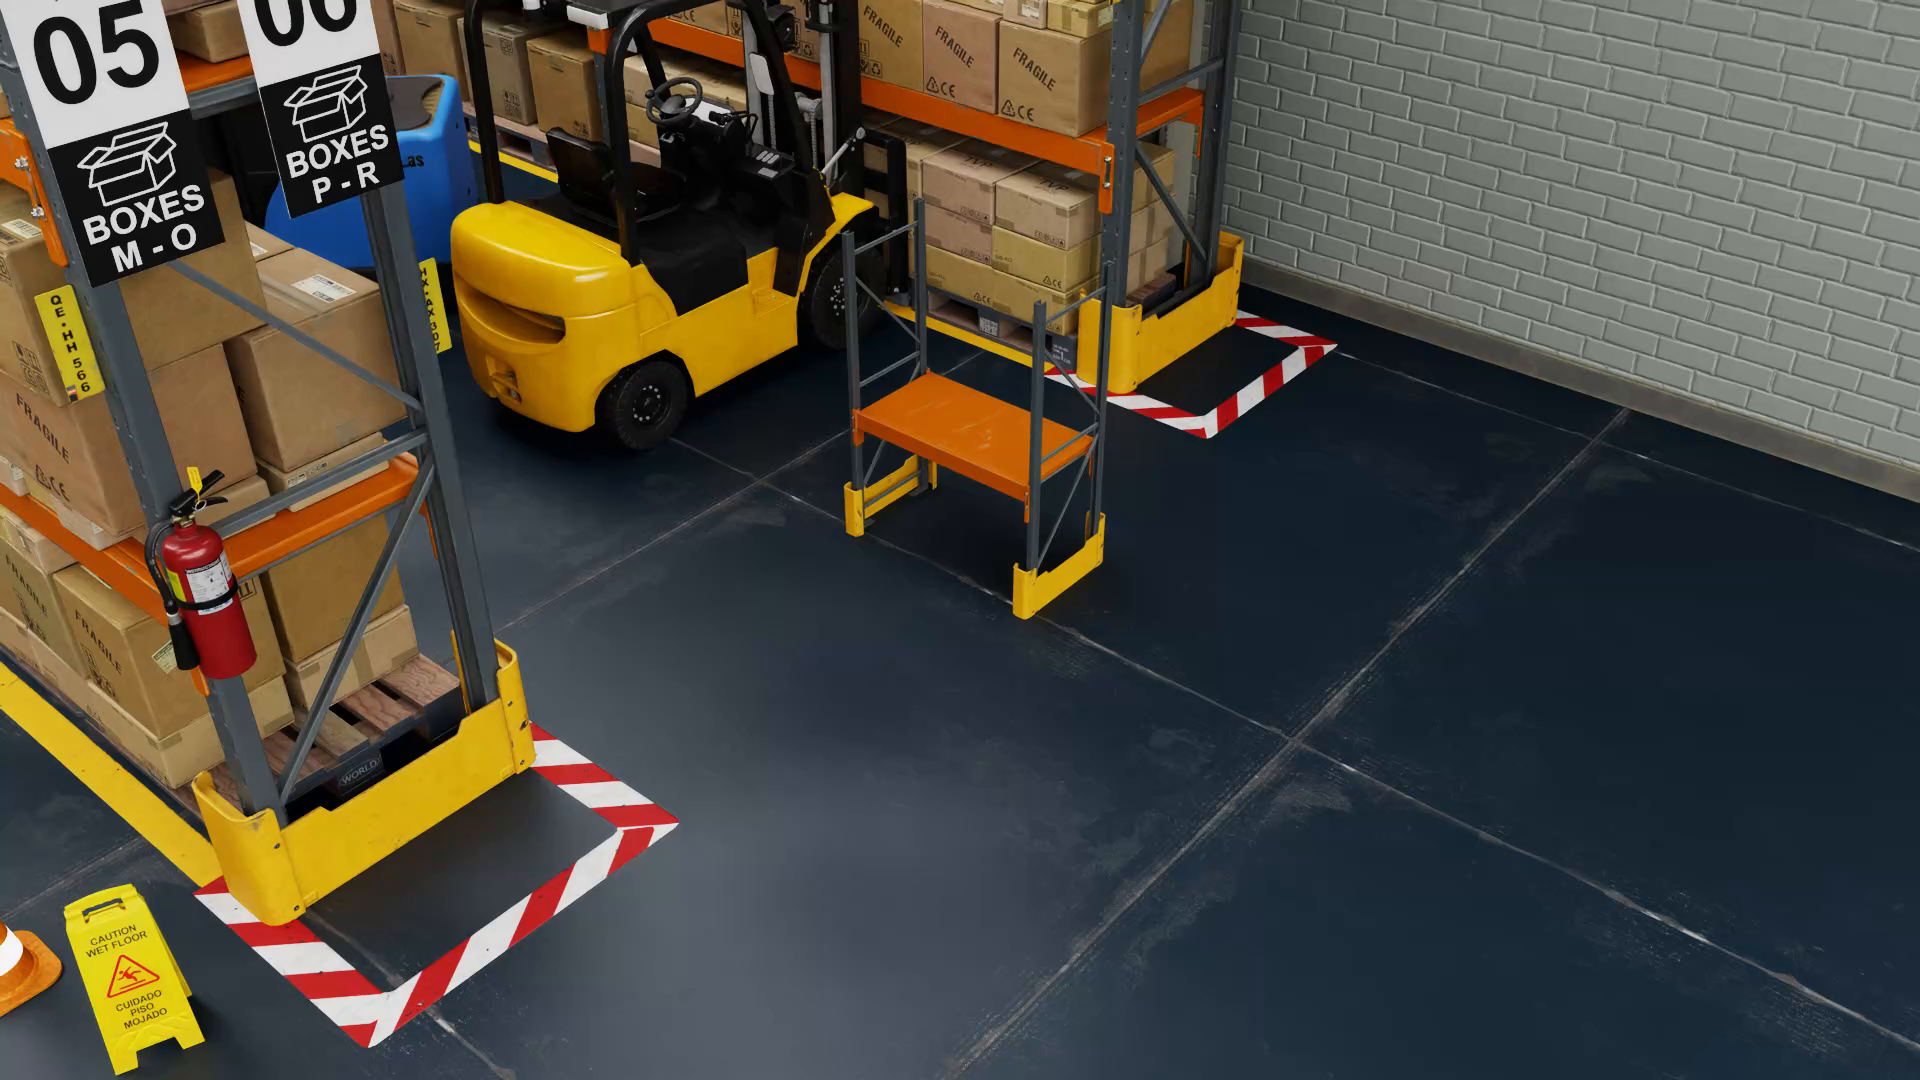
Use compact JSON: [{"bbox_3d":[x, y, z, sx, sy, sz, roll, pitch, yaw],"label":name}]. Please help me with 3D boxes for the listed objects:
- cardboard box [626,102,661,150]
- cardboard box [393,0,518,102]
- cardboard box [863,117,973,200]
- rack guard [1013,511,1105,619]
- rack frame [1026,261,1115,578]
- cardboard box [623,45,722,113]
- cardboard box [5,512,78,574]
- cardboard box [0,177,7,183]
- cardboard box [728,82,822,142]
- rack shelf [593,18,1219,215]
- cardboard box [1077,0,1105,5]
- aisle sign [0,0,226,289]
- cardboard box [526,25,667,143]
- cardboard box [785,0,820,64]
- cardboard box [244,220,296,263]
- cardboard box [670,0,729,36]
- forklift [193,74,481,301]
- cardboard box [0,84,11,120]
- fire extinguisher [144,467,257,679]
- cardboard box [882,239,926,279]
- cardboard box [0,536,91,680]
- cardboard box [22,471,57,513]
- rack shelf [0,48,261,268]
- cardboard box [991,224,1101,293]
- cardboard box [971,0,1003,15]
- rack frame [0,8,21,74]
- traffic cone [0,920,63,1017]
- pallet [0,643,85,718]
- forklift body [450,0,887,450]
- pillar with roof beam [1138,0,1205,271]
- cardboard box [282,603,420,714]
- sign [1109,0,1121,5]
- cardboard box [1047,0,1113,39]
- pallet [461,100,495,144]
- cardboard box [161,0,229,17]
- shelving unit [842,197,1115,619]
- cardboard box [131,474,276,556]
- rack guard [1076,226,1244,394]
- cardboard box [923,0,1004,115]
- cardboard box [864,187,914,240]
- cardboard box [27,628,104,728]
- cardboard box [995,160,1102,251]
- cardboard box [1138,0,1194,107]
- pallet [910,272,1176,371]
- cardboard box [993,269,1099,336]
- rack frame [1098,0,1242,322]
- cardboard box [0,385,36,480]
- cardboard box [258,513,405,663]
[{"bbox_3d":[-1.807,-2.711,10.665,0.500,0.250,0.500,25,42,32],"label":"cardboard box"},{"bbox_3d":[-3.560,-3.709,12.228,0.625,0.625,0.875,23,41,30],"label":"cardboard box"},{"bbox_3d":[-0.251,-2.170,9.435,0.500,0.250,0.500,26,42,32],"label":"cardboard box"},{"bbox_3d":[0.441,0.105,7.376,0.087,0.250,0.587,25,42,32],"label":"rack guard"},{"bbox_3d":[0.456,-0.403,7.012,0.032,1.500,0.500,25,42,32],"label":"rack frame"},{"bbox_3d":[-1.810,-2.915,10.520,0.500,0.250,0.500,25,41,31],"label":"cardboard box"},{"bbox_3d":[-3.188,-0.062,6.013,0.250,0.149,0.380,27,43,33],"label":"cardboard box"},{"bbox_3d":[-2.997,-1.018,5.348,0.500,0.500,0.700,26,42,32],"label":"cardboard box"},{"bbox_3d":[-1.034,-2.550,9.989,0.500,0.250,0.500,27,43,33],"label":"cardboard box"},{"bbox_3d":[-0.444,-2.754,9.746,4.000,0.370,1.077,25,42,32],"label":"rack shelf"},{"bbox_3d":[0.683,-2.795,8.247,0.250,0.149,0.380,25,42,32],"label":"cardboard box"},{"bbox_3d":[-2.218,-1.088,4.389,0.004,0.787,0.394,25,42,32],"label":"aisle sign"},{"bbox_3d":[-2.389,-3.153,11.419,0.625,0.625,0.875,27,43,34],"label":"cardboard box"},{"bbox_3d":[-0.634,-2.986,9.360,0.500,0.500,0.500,26,42,32],"label":"cardboard box"},{"bbox_3d":[-2.667,-0.808,5.925,0.500,0.500,0.500,27,43,33],"label":"cardboard box"},{"bbox_3d":[-1.396,-3.361,9.905,0.500,0.500,0.500,26,42,33],"label":"cardboard box"},{"bbox_3d":[-4.408,-2.714,9.113,3.031,2.935,1.130,-5,35,-7],"label":"forklift"},{"bbox_3d":[-2.533,-1.306,4.574,0.250,0.149,0.380,25,42,32],"label":"cardboard box"},{"bbox_3d":[-2.287,0.109,5.011,0.183,0.674,0.296,25,42,32],"label":"fire extinguisher"},{"bbox_3d":[-0.225,-1.768,9.733,0.500,0.250,0.500,26,42,32],"label":"cardboard box"},{"bbox_3d":[-3.266,0.122,6.319,0.500,0.500,0.500,27,43,33],"label":"cardboard box"},{"bbox_3d":[-2.953,-0.250,5.686,0.250,0.149,0.380,24,41,31],"label":"cardboard box"},{"bbox_3d":[-3.617,-1.830,5.750,4.000,0.370,1.077,25,42,32],"label":"rack shelf"},{"bbox_3d":[0.519,-1.612,9.064,0.500,0.250,0.500,25,41,31],"label":"cardboard box"},{"bbox_3d":[0.271,-2.839,8.573,0.250,0.149,0.380,26,42,33],"label":"cardboard box"},{"bbox_3d":[-2.080,-2.638,3.643,0.127,3.000,1.000,25,42,32],"label":"rack frame"},{"bbox_3d":[-3.236,1.286,5.469,0.334,0.463,0.336,25,42,32],"label":"traffic cone"},{"bbox_3d":[-3.674,0.205,7.265,1.213,0.211,1.003,25,42,32],"label":"pallet"},{"bbox_3d":[-1.532,-1.869,8.572,1.214,2.155,2.313,25,42,32],"label":"forklift body"},{"bbox_3d":[-1.620,-3.571,5.000,0.400,9.000,9.100,25,42,32],"label":"pillar with roof beam"},{"bbox_3d":[-2.523,0.383,6.601,0.500,0.250,0.500,25,42,31],"label":"cardboard box"},{"bbox_3d":[0.735,-2.670,7.756,0.005,0.325,0.100,25,42,32],"label":"sign"},{"bbox_3d":[0.647,-2.638,8.281,0.250,0.149,0.380,26,42,32],"label":"cardboard box"},{"bbox_3d":[-3.514,-3.317,12.394,1.213,0.211,1.003,25,42,32],"label":"pallet"},{"bbox_3d":[-2.296,-1.761,4.884,0.500,0.250,0.500,24,41,31],"label":"cardboard box"},{"bbox_3d":[0.059,-0.591,7.285,1.083,1.500,0.587,25,42,32],"label":"shelving unit"},{"bbox_3d":[-2.504,-0.104,5.474,0.250,0.149,0.380,27,43,33],"label":"cardboard box"},{"bbox_3d":[1.111,-1.287,9.183,0.348,0.500,1.175,25,42,32],"label":"rack guard"},{"bbox_3d":[0.154,-2.623,8.832,0.500,0.500,0.500,27,43,33],"label":"cardboard box"},{"bbox_3d":[-0.270,-1.976,9.595,0.500,0.250,0.500,24,41,31],"label":"cardboard box"},{"bbox_3d":[-3.267,0.428,6.535,0.500,0.250,0.500,25,42,32],"label":"cardboard box"},{"bbox_3d":[0.539,-1.809,8.909,0.500,0.250,0.500,27,43,33],"label":"cardboard box"},{"bbox_3d":[0.890,-2.668,8.897,0.500,0.500,0.500,27,43,33],"label":"cardboard box"},{"bbox_3d":[0.478,-1.436,9.654,1.213,0.211,1.003,25,42,32],"label":"pallet"},{"bbox_3d":[0.530,-1.399,9.195,0.500,0.250,0.500,26,42,32],"label":"cardboard box"},{"bbox_3d":[1.093,-2.326,8.488,0.127,3.000,1.000,25,42,32],"label":"rack frame"},{"bbox_3d":[-3.055,-0.589,5.607,0.500,0.500,0.500,25,42,32],"label":"cardboard box"},{"bbox_3d":[-2.542,0.065,6.401,0.500,0.500,0.500,24,41,30],"label":"cardboard box"}]
